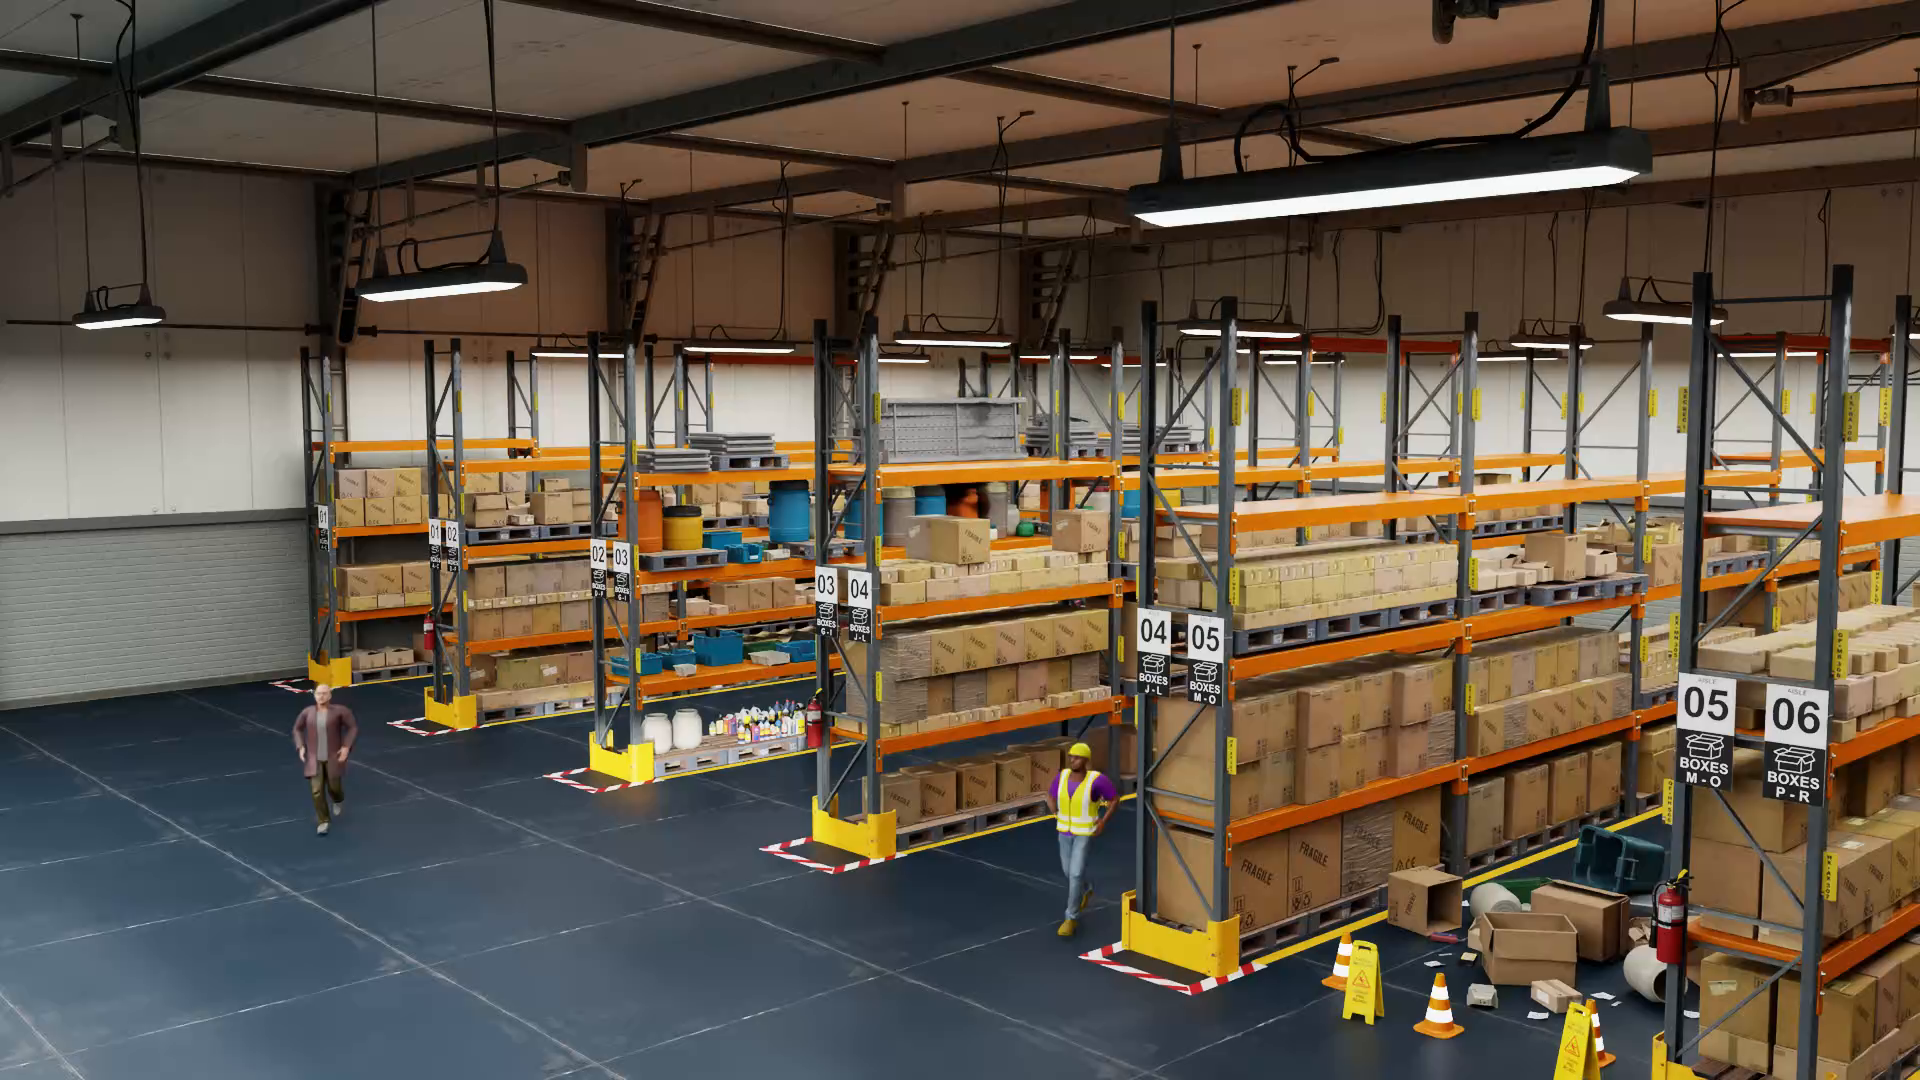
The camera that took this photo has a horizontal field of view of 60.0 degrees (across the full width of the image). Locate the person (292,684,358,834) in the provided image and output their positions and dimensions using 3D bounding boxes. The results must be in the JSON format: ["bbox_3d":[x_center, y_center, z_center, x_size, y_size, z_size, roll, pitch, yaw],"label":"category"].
[{"bbox_3d":[-7.524,2.561,19.723,0.752,1.733,0.775,-1,5,-12],"label":"person"}]

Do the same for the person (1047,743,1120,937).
[{"bbox_3d":[1.128,2.854,16.152,0.708,1.789,0.874,4,6,35],"label":"person"}]
